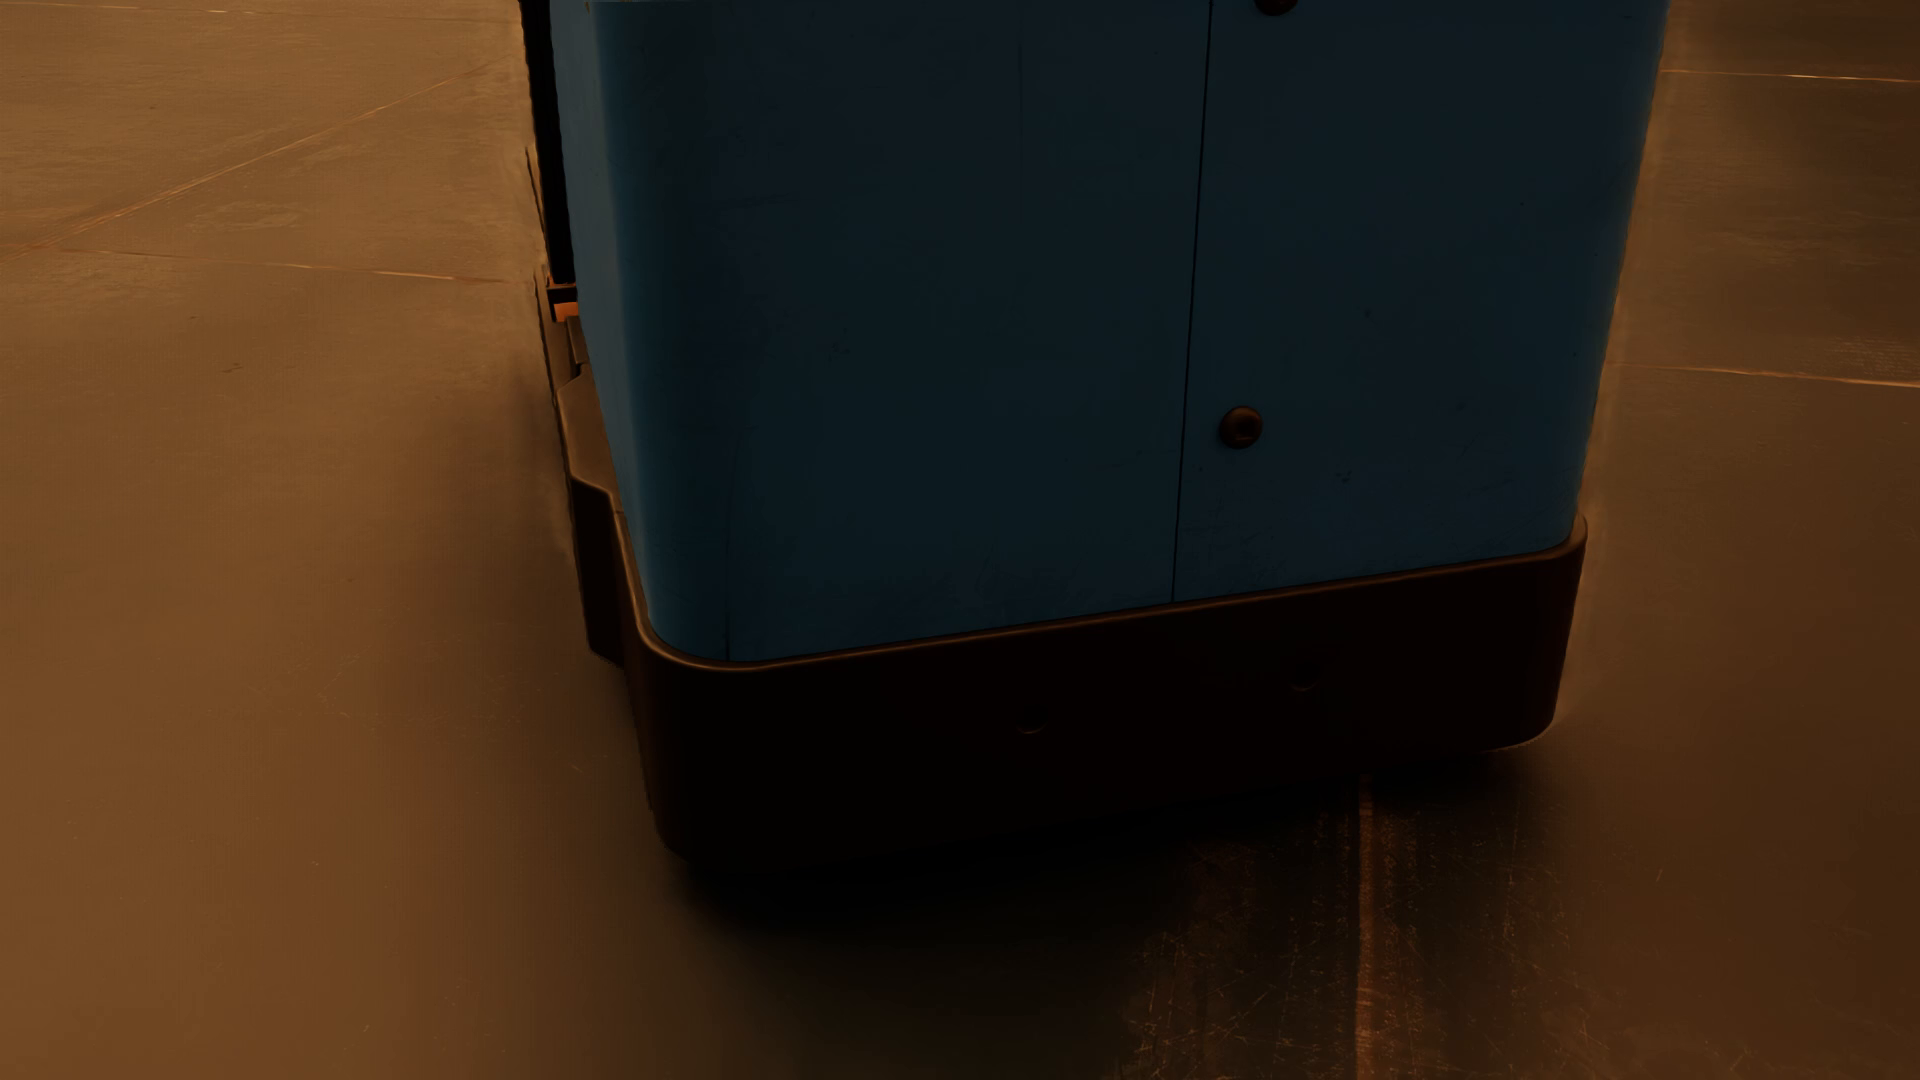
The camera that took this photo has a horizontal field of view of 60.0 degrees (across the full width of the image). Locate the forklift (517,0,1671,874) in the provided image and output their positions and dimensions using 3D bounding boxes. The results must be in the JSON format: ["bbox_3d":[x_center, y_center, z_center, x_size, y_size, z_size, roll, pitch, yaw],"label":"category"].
[{"bbox_3d":[-0.191,-1.617,2.451,1.130,2.935,3.031,-7,28,-14],"label":"forklift"}]
